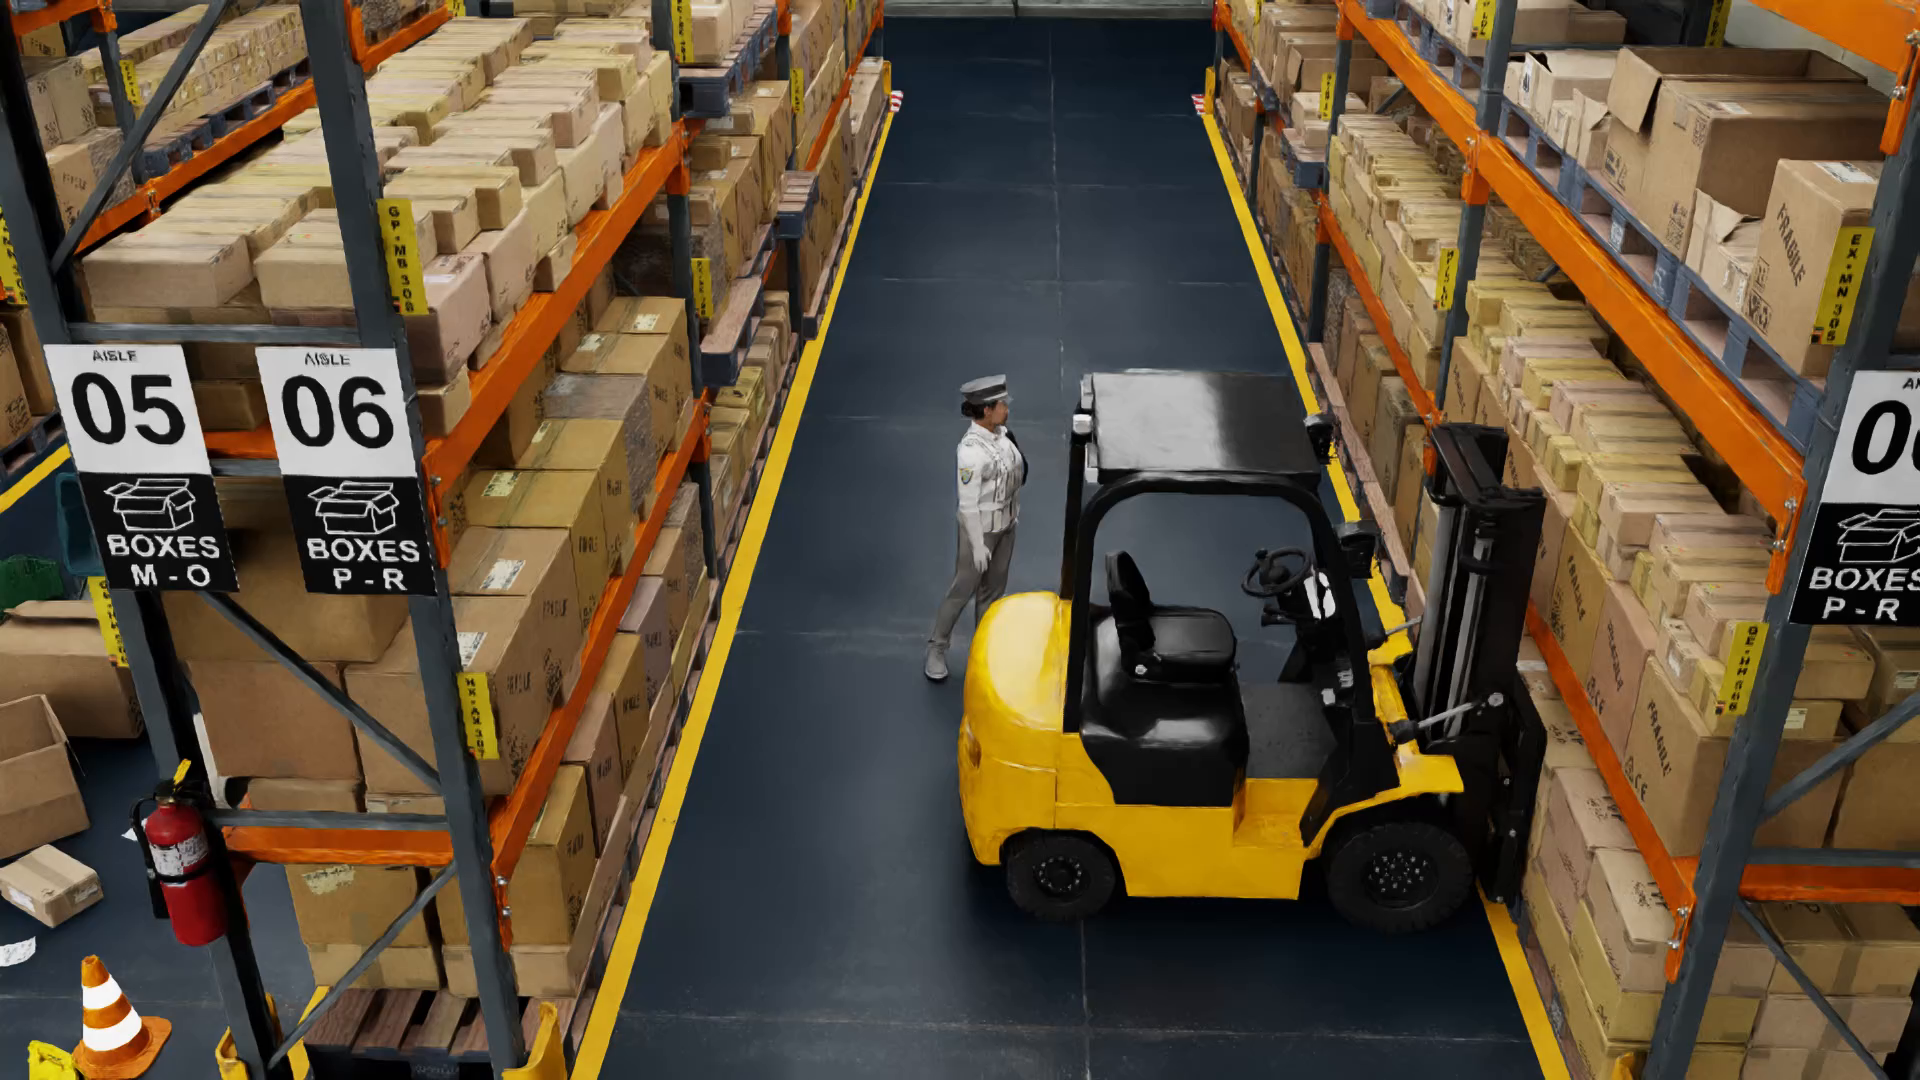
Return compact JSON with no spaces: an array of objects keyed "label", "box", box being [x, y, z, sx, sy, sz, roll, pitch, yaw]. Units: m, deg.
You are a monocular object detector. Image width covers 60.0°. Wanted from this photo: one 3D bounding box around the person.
[{"label":"person","box":[0.095,-0.083,8.764,0.514,1.677,0.638,12,30,21]}]
